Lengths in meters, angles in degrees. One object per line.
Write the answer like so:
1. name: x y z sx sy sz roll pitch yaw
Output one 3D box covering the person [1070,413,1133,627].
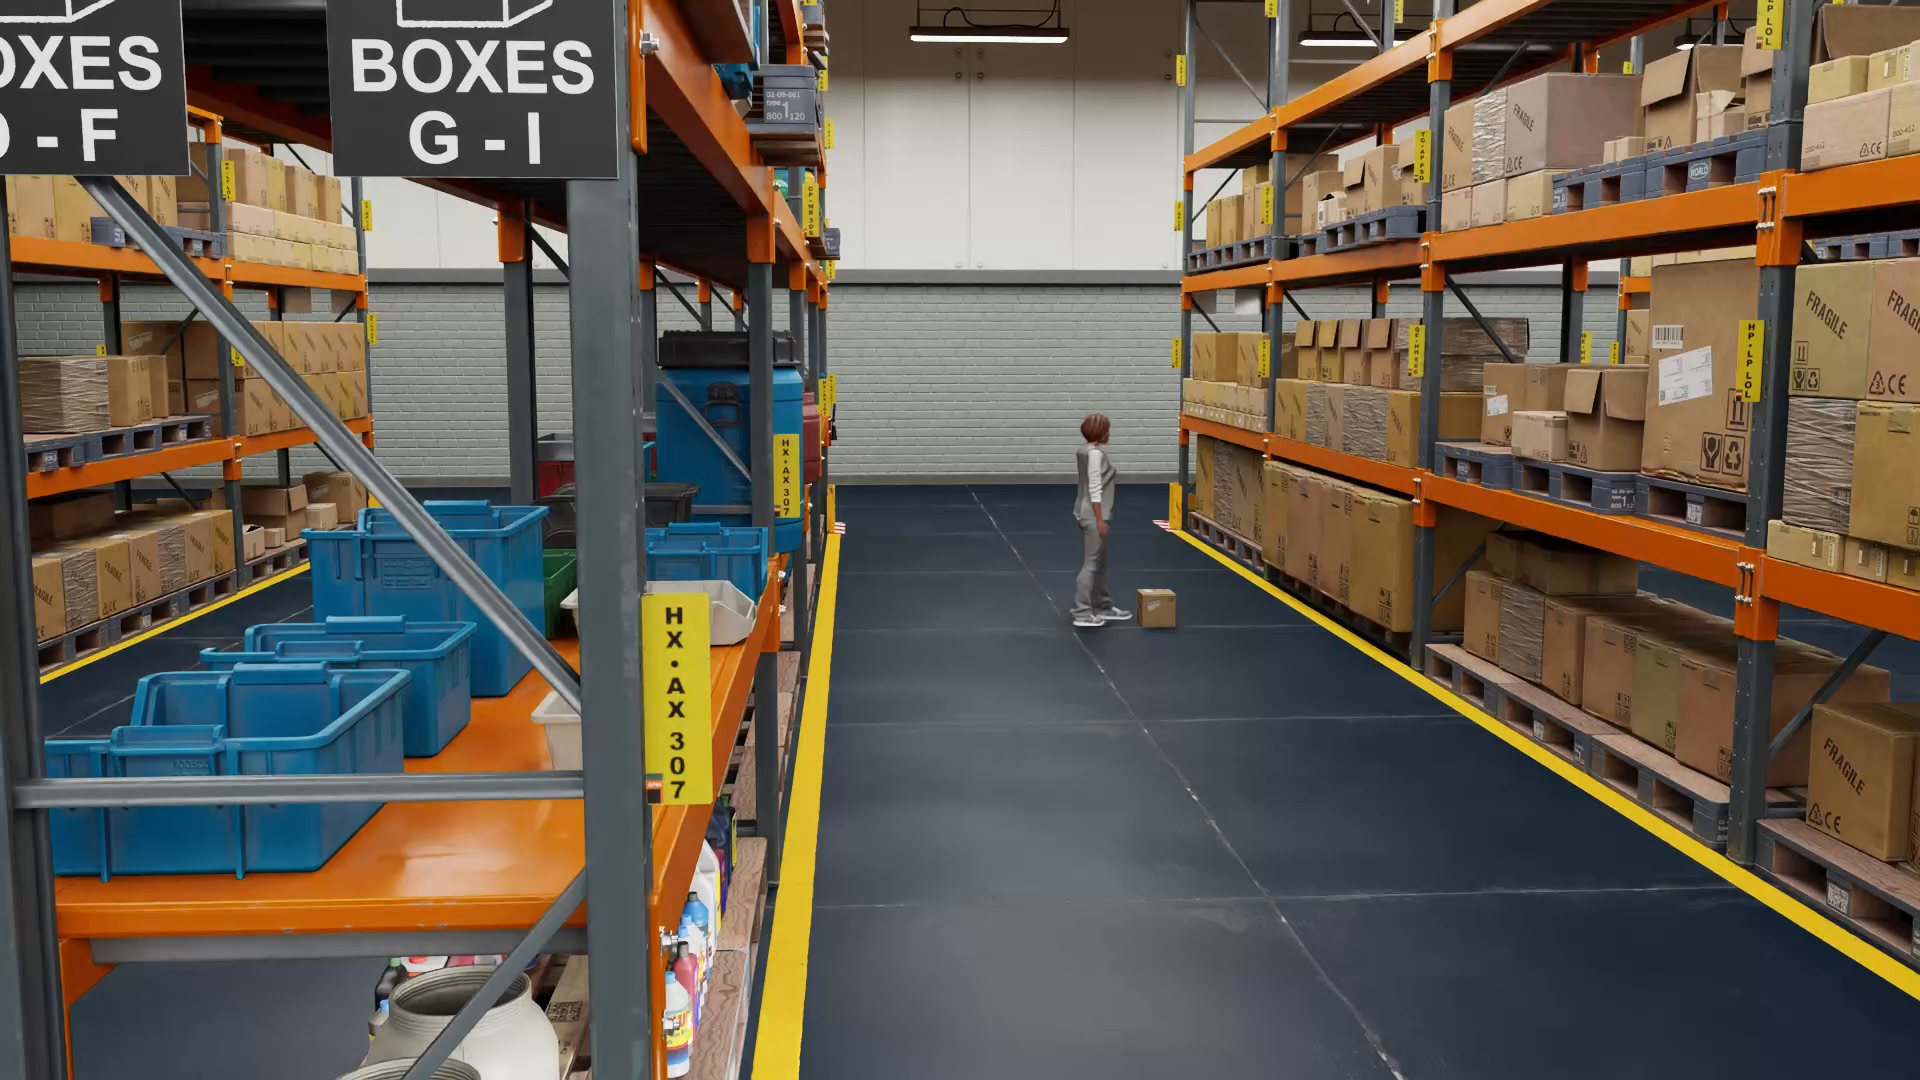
1. person: 1.070 -0.153 12.507 0.548 1.601 0.433 -1 7 -9
